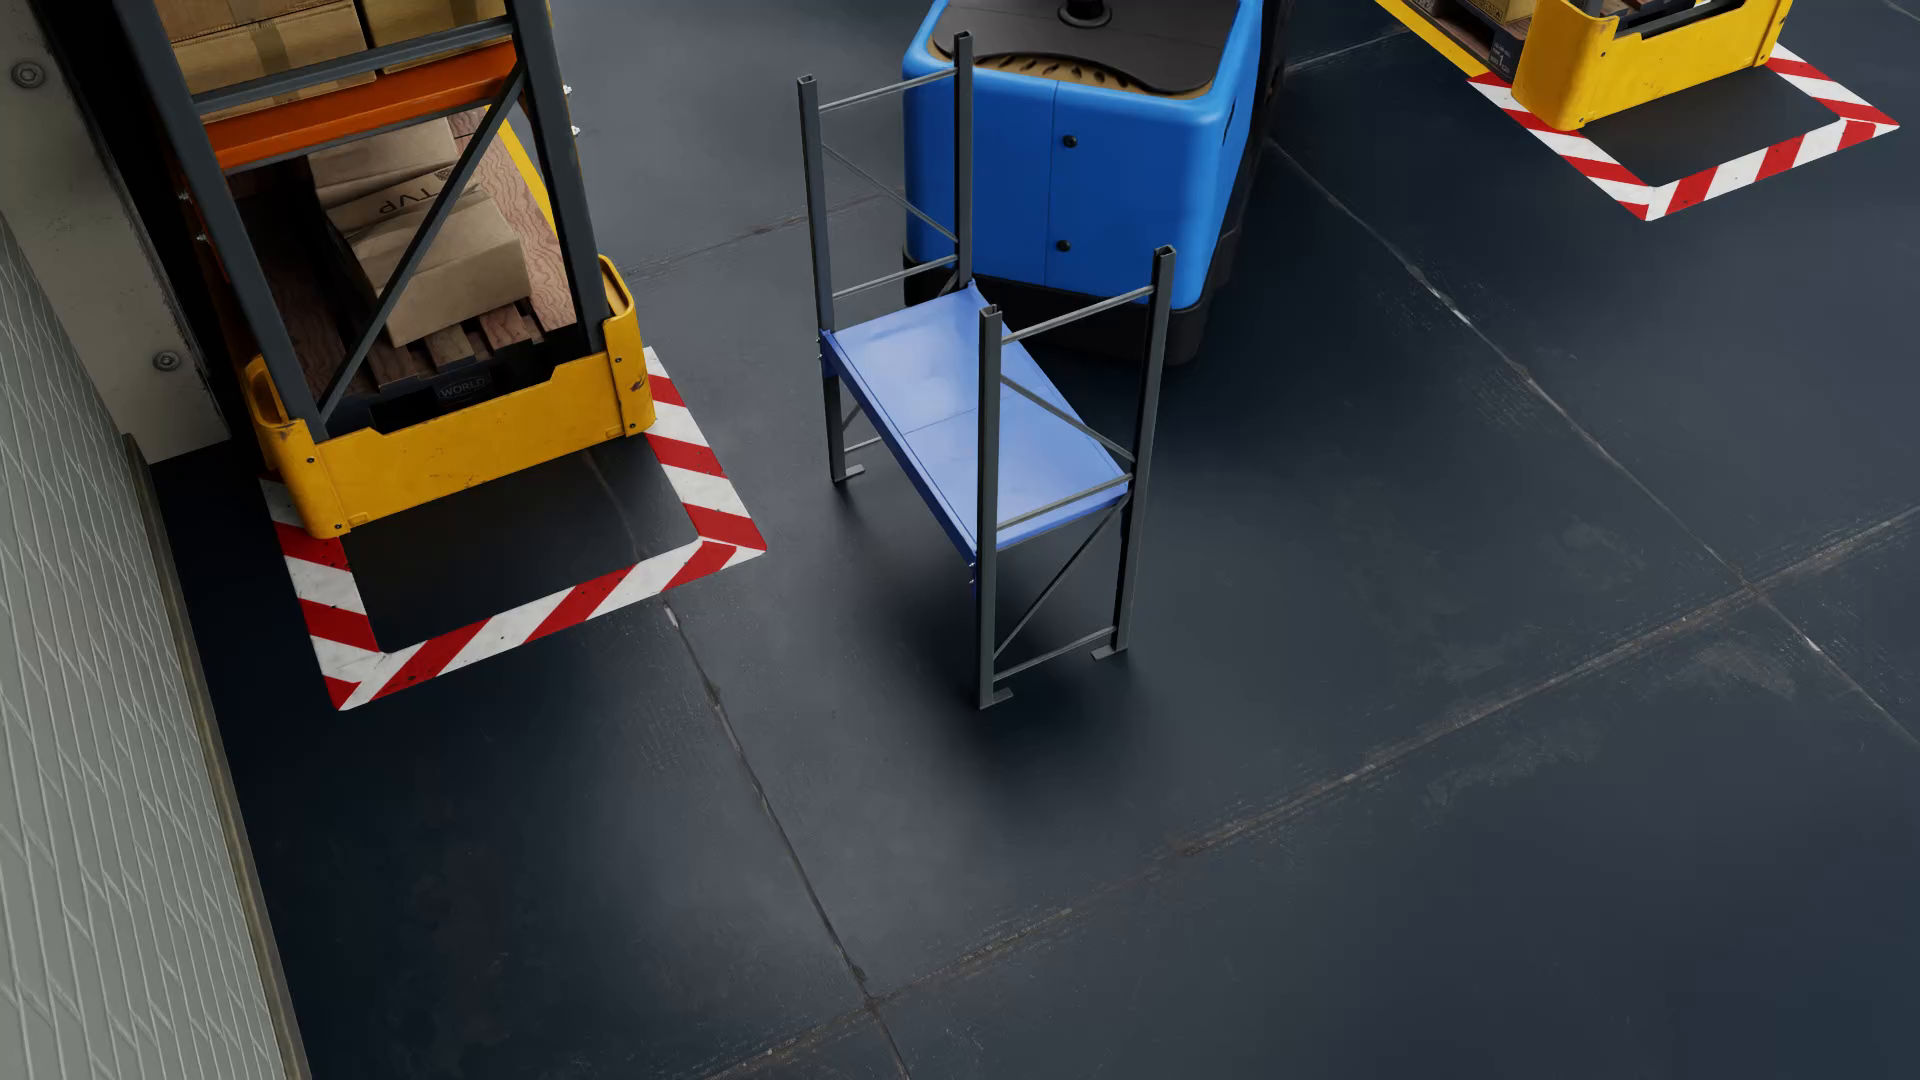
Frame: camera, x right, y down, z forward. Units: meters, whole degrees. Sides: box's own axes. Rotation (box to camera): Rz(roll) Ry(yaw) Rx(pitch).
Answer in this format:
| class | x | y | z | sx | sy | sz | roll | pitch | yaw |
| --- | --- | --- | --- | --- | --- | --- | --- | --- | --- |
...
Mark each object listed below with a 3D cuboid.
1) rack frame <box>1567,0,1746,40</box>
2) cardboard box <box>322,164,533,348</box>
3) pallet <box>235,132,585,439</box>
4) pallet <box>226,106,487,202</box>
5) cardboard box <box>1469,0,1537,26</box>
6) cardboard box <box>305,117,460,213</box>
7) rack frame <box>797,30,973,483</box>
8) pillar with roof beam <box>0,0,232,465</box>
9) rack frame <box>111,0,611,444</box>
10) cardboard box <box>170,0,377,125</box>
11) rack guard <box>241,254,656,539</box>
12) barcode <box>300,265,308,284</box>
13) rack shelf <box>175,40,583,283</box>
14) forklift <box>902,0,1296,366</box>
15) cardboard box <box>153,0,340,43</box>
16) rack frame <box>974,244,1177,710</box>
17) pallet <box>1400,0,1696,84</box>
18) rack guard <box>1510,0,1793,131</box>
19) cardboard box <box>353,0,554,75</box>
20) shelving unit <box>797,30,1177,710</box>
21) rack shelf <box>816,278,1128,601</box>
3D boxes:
| class | x | y | z | sx | sy | sz | roll | pitch | yaw |
| --- | --- | --- | --- | --- | --- | --- | --- | --- | --- |
| rack frame | 2.836 | -2.946 | 5.834 | 1.000 | 3.000 | 0.127 | -21 | 52 | -18 |
| cardboard box | -1.804 | -0.991 | 5.618 | 0.500 | 0.311 | 0.500 | -27 | 54 | -21 |
| pallet | -1.942 | -0.926 | 5.920 | 1.003 | 0.211 | 1.213 | -21 | 52 | -18 |
| pallet | -2.497 | -1.742 | 6.633 | 1.003 | 0.211 | 1.213 | -21 | 52 | -18 |
| cardboard box | 2.327 | -2.437 | 6.936 | 0.500 | 0.250 | 0.500 | -21 | 52 | -18 |
| cardboard box | -2.065 | -1.373 | 5.952 | 0.500 | 0.311 | 0.500 | -17 | 51 | -15 |
| rack frame | -0.194 | -0.777 | 4.933 | 0.500 | 1.500 | 0.032 | -21 | 52 | -18 |
| pillar with roof beam | 1.171 | -4.866 | 3.528 | 9.100 | 9.000 | 0.400 | -21 | 52 | -18 |
| rack frame | -1.567 | -1.238 | 4.340 | 1.000 | 3.000 | 0.127 | -21 | 52 | -18 |
| cardboard box | -1.954 | -1.441 | 4.604 | 0.500 | 0.250 | 0.500 | -20 | 52 | -17 |
| rack guard | -1.602 | -0.466 | 5.325 | 1.175 | 0.500 | 0.348 | -21 | 52 | -18 |
| barcode | -2.168 | -0.869 | 5.505 | 0.001 | 0.075 | 0.075 | -21 | 52 | -18 |
| rack shelf | -2.483 | -2.339 | 5.781 | 1.077 | 0.370 | 4.000 | -21 | 52 | -18 |
| forklift | 0.702 | -2.697 | 5.661 | 1.130 | 2.935 | 3.031 | 12 | 50 | 11 |
| cardboard box | -1.972 | -1.684 | 4.318 | 0.500 | 0.500 | 0.500 | -22 | 52 | -18 |
| rack frame | 0.272 | -0.096 | 4.338 | 0.500 | 1.500 | 0.032 | -21 | 52 | -18 |
| pallet | 2.448 | -2.526 | 7.319 | 1.003 | 0.211 | 1.213 | -21 | 52 | -18 |
| rack guard | 2.847 | -2.107 | 6.761 | 1.175 | 0.500 | 0.348 | -21 | 52 | -18 |
| cardboard box | -1.508 | -1.631 | 4.770 | 0.500 | 0.250 | 0.500 | -23 | 53 | -19 |
| shelving unit | 0.039 | -0.437 | 4.636 | 0.538 | 1.500 | 1.048 | -21 | 52 | -18 |
| rack shelf | 0.039 | -0.318 | 4.771 | 0.538 | 0.185 | 1.000 | -21 | 52 | -18 |
